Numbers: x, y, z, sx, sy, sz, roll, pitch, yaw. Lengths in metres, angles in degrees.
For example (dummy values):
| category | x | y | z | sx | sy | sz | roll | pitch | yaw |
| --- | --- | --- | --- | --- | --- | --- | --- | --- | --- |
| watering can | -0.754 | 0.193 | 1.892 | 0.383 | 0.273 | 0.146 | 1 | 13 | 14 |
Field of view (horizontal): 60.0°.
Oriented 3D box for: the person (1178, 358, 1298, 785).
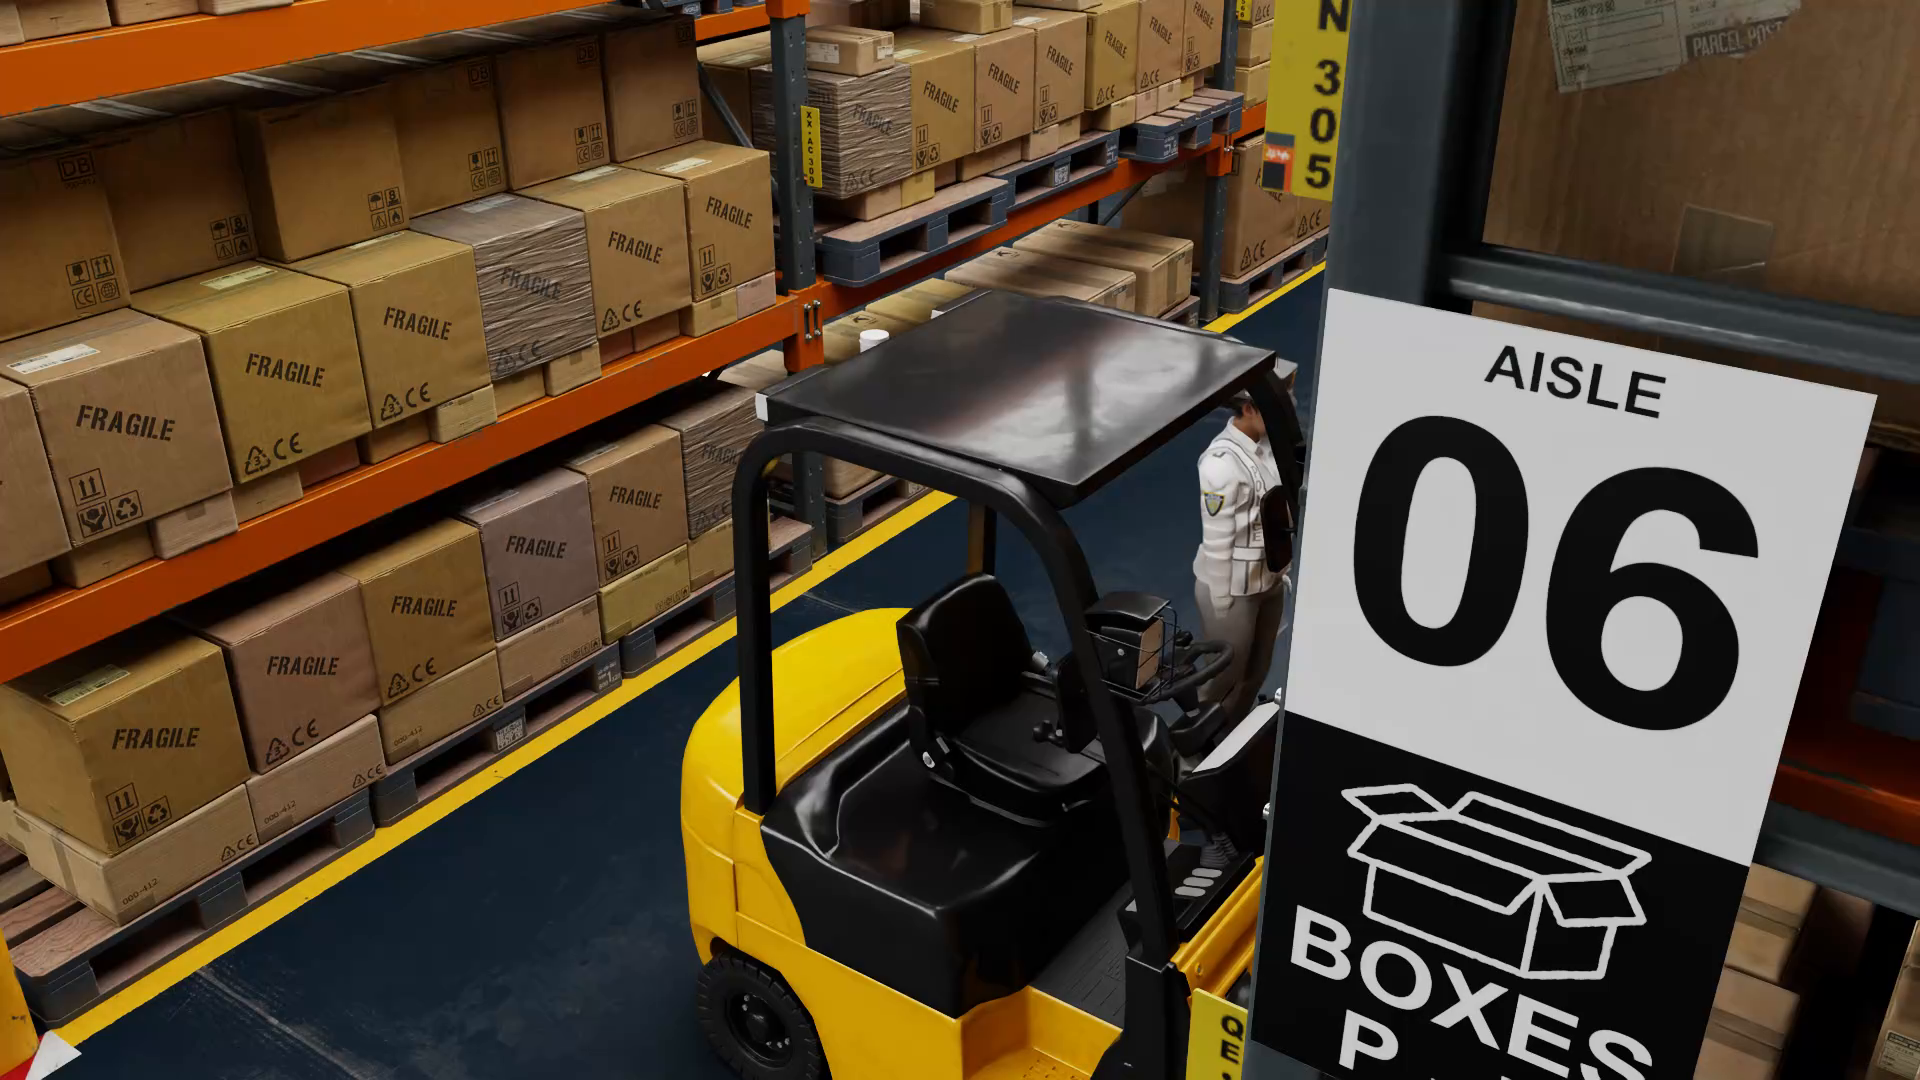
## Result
| category | x | y | z | sx | sy | sz | roll | pitch | yaw |
| --- | --- | --- | --- | --- | --- | --- | --- | --- | --- |
| person | 1.000 | 0.157 | 5.819 | 0.328 | 1.667 | 0.469 | 18 | 32 | 31 |
